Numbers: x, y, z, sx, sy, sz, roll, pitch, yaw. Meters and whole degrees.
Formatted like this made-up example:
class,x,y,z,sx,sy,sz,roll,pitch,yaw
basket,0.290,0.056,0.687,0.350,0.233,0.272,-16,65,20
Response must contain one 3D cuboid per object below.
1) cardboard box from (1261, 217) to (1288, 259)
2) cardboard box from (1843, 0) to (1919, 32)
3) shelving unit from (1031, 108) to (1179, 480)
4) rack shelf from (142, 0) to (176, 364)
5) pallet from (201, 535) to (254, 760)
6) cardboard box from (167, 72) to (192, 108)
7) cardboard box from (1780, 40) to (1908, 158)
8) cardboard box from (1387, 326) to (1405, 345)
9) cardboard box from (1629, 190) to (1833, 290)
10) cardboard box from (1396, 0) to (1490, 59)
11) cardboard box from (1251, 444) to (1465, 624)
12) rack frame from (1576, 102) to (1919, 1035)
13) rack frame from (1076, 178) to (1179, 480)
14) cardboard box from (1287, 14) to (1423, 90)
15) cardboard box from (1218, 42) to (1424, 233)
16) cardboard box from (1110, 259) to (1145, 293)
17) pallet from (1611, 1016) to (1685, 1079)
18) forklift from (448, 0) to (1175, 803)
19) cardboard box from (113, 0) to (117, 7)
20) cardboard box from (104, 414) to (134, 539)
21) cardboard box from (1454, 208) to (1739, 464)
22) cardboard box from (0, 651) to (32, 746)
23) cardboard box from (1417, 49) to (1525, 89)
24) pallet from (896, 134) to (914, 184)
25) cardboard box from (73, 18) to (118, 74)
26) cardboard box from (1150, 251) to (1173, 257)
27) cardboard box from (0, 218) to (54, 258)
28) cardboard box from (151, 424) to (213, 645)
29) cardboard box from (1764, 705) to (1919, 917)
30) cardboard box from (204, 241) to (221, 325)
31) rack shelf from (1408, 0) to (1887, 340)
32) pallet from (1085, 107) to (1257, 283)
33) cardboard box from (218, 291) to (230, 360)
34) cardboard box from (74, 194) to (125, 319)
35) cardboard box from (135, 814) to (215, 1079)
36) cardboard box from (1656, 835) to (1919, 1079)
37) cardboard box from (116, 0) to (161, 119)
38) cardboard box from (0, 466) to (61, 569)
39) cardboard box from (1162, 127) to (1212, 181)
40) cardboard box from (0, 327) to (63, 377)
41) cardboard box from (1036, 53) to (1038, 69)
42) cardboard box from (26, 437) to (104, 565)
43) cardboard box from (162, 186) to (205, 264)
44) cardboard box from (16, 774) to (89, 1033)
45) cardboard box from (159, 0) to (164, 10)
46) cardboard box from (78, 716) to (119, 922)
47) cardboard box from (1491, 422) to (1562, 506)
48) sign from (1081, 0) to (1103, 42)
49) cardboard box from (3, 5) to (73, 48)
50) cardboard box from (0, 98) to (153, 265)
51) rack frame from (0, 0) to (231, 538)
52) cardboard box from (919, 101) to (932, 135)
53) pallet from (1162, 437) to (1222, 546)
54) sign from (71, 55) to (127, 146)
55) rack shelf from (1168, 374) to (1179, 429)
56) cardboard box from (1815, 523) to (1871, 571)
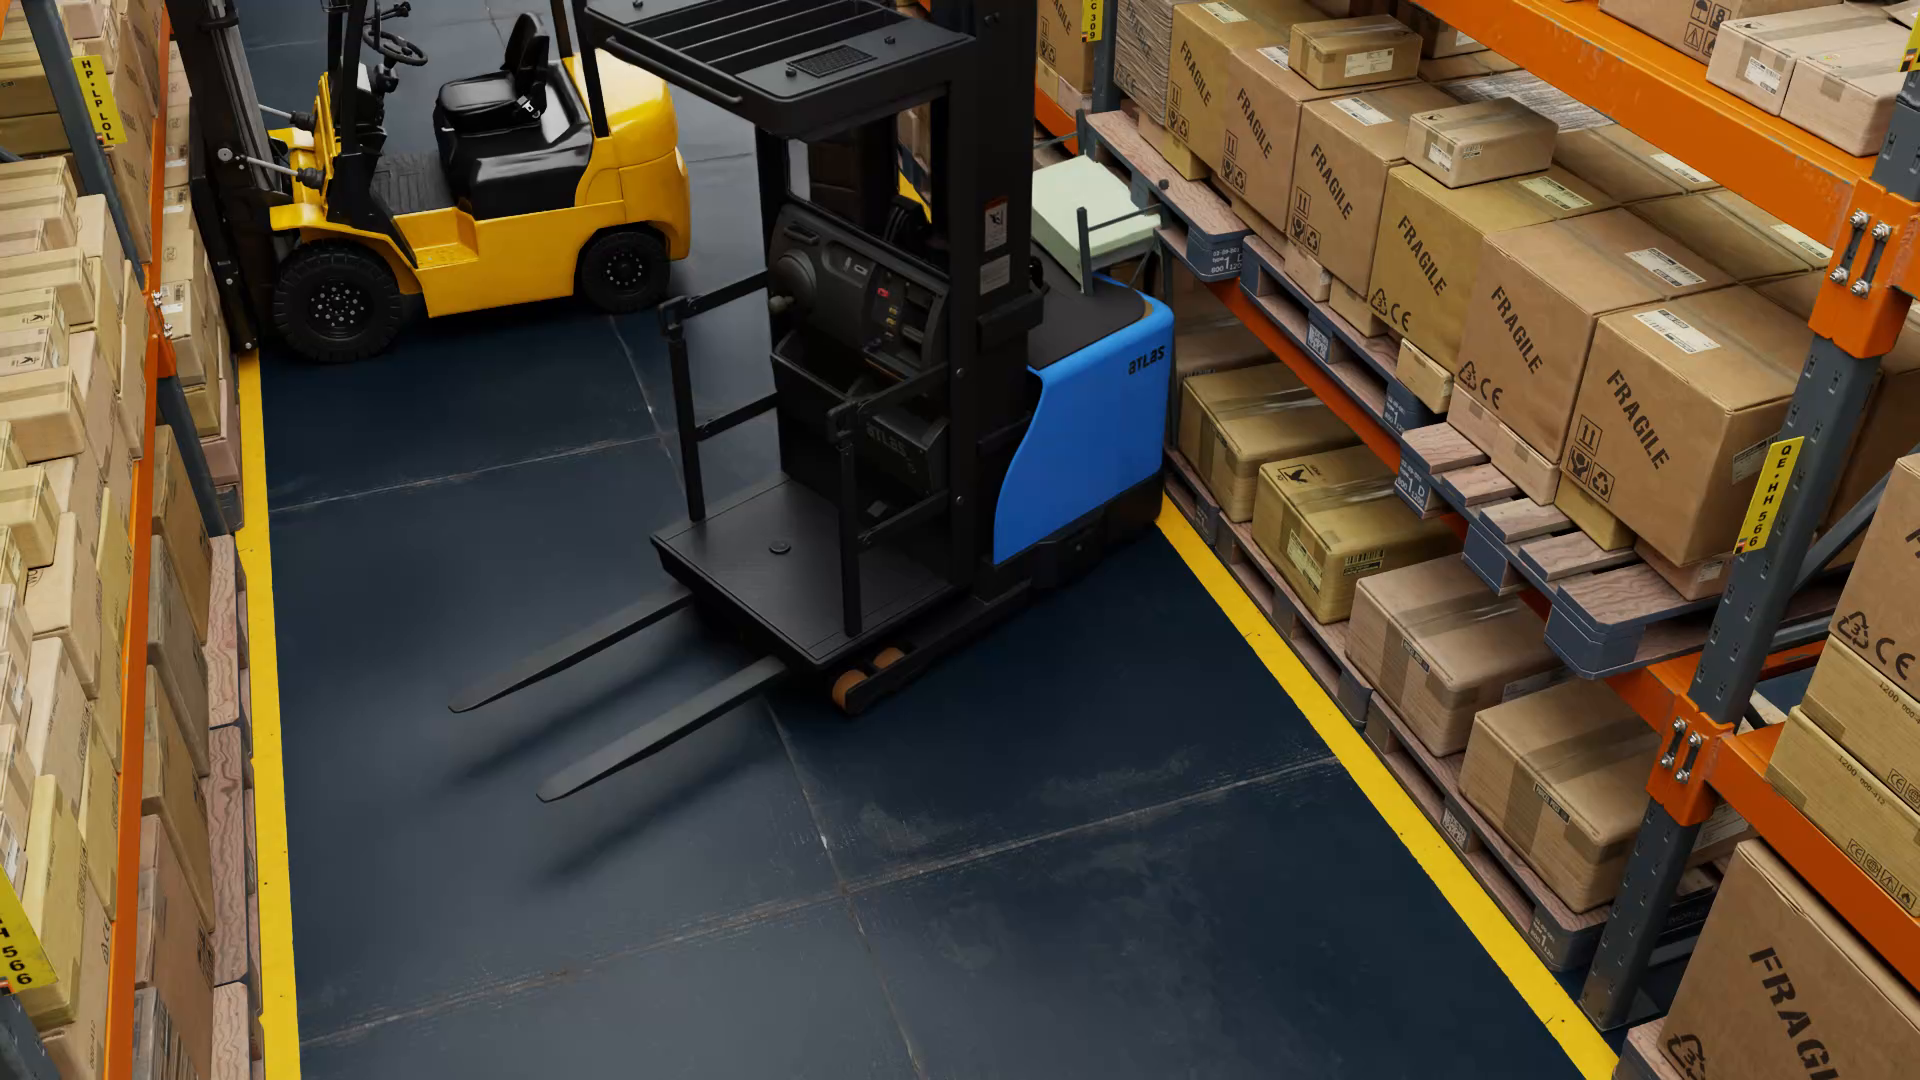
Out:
class,x,y,z,sx,sy,sz,roll,pitch,yaw
cardboard box,1.348,-1.159,6.156,0.380,0.149,0.250,-12,39,-16
cardboard box,2.415,-1.293,4.092,0.396,0.266,0.258,-12,39,-16
shelving unit,0.582,-1.006,7.290,0.431,1.500,0.755,-21,42,-13
rack shelf,-4.272,-1.863,7.828,1.077,0.370,4.000,-12,39,-16
pallet,-3.294,0.501,6.409,1.003,0.211,1.213,-12,39,-16
cardboard box,-4.328,-2.266,8.871,0.500,0.250,0.500,-12,39,-15
cardboard box,2.146,-1.023,3.831,0.380,0.149,0.250,-12,39,-16
cardboard box,1.674,-0.729,5.584,0.380,0.149,0.250,-12,39,-16
cardboard box,2.328,-0.713,5.023,0.500,0.500,0.500,-11,38,-14
cardboard box,1.812,-1.886,6.042,0.380,0.149,0.250,-14,39,-18
cardboard box,1.749,-0.075,6.692,0.950,0.372,0.625,-11,38,-14
rack frame,2.452,0.209,4.479,1.000,3.000,0.127,-12,39,-16
rack frame,0.729,-0.799,7.027,0.400,1.500,0.023,-21,42,-13
cardboard box,1.375,-1.705,5.802,0.380,0.149,0.250,-10,38,-13
cardboard box,1.297,-1.488,6.053,0.500,0.500,0.500,-13,39,-16
cardboard box,0.619,-1.398,8.550,0.500,0.250,0.500,-11,38,-14
pallet,2.652,1.784,4.706,1.003,0.211,1.213,-12,39,-16
forklift,-0.538,-0.862,5.958,3.031,2.935,1.130,-29,46,-33
cardboard box,-3.960,-2.432,7.363,0.380,0.149,0.250,-13,39,-17
cardboard box,-2.845,-0.161,5.095,0.500,0.250,0.500,-12,39,-16
cardboard box,1.846,-0.606,4.883,0.500,0.500,0.500,-13,39,-17
cardboard box,-2.246,0.408,3.592,0.380,0.149,0.250,-11,38,-15
cardboard box,1.793,-1.591,6.190,0.500,0.500,0.500,-11,38,-14
pallet,-0.029,-2.687,10.642,1.003,0.211,1.213,-12,39,-16
cardboard box,-3.668,-1.996,6.785,0.380,0.149,0.250,-12,39,-15
cardboard box,1.126,-1.809,8.471,0.500,0.500,0.500,-11,38,-14
cardboard box,-3.117,-0.882,5.305,0.380,0.149,0.250,-12,39,-16
cardboard box,-3.394,0.052,6.312,0.875,0.625,0.625,-11,38,-14
cardboard box,2.384,0.597,4.088,0.500,0.250,0.500,-13,39,-17
cardboard box,-3.798,-1.198,7.868,0.500,0.250,0.500,-13,39,-16
rack shelf,1.763,-1.832,5.293,1.077,0.370,4.000,-12,39,-16
pallet,1.202,-1.512,6.924,1.003,0.211,1.213,-12,39,-16
cardboard box,-3.820,-1.003,8.024,0.500,0.250,0.500,-12,39,-15
cardboard box,-3.175,-0.936,5.709,0.500,0.250,0.500,-13,39,-17
cardboard box,-2.642,1.297,4.660,0.875,0.625,0.625,-11,38,-14
cardboard box,2.611,1.297,4.451,0.875,0.875,0.875,-13,39,-16
cardboard box,-4.015,-2.231,7.635,0.500,0.500,0.500,-12,39,-16
cardboard box,-2.495,-0.028,4.172,0.380,0.149,0.250,-12,39,-15
cardboard box,1.046,-1.597,6.737,0.380,0.149,0.250,-12,39,-15
cardboard box,-2.791,-0.457,4.741,0.380,0.149,0.250,-12,39,-16
cardboard box,0.570,-2.372,8.114,0.380,0.149,0.250,-12,39,-16
cardboard box,-2.665,-0.068,4.556,0.500,0.250,0.500,-12,39,-15
cardboard box,-3.804,-1.398,7.717,0.500,0.250,0.500,-11,38,-14
cardboard box,-2.107,0.793,3.414,0.500,0.250,0.500,-12,39,-16
cardboard box,-4.545,-3.097,8.785,0.500,0.500,0.500,-13,39,-17
cardboard box,-2.299,0.712,3.936,0.500,0.250,0.500,-13,39,-17
cardboard box,1.829,-0.264,4.968,0.380,0.149,0.250,-13,39,-16
sign,0.568,-2.280,7.064,0.100,0.325,0.005,-12,39,-16
cardboard box,-3.686,-1.951,6.478,0.380,0.149,0.250,-13,39,-17
cardboard box,-3.492,-1.365,6.487,0.500,0.500,0.500,-13,39,-17
rack frame,-3.584,-1.021,6.112,1.000,3.000,0.127,-12,39,-16
cardboard box,0.074,-2.573,9.486,0.500,0.500,0.500,-12,39,-15
pallet,1.344,-0.497,7.735,1.003,0.211,1.213,-12,39,-16
sign,-3.078,-1.569,5.944,0.100,0.325,0.005,-12,39,-16
rack shelf,0.620,-0.763,7.504,0.431,0.370,0.720,-21,42,-13
cardboard box,2.514,-0.080,4.723,0.380,0.149,0.250,-15,39,-19
